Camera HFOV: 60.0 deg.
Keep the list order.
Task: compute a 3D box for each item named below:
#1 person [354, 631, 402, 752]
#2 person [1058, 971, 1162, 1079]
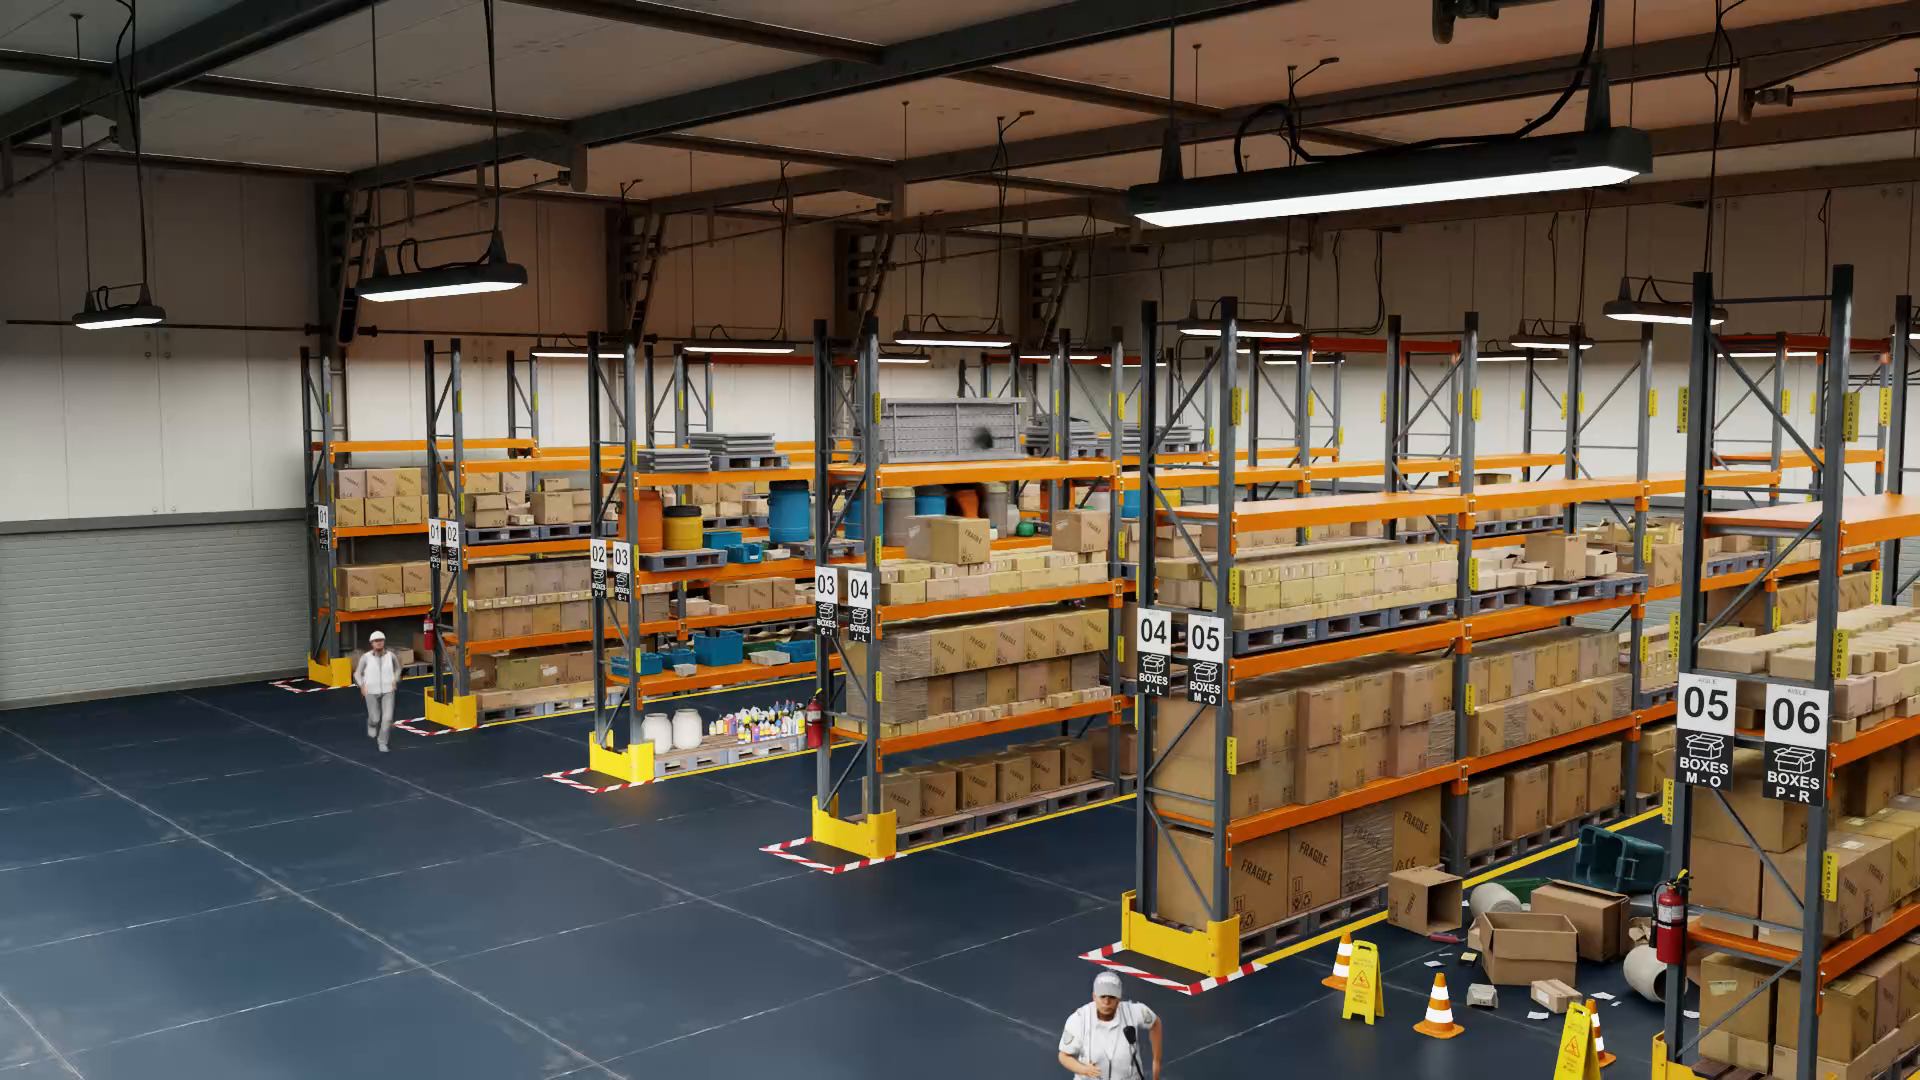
[{"bbox_3d":[-8.437,2.187,24.163,0.666,1.734,0.624,-3,6,-28],"label":"person"},{"bbox_3d":[0.925,3.449,10.261,0.626,1.703,0.828,1,5,8],"label":"person"}]
